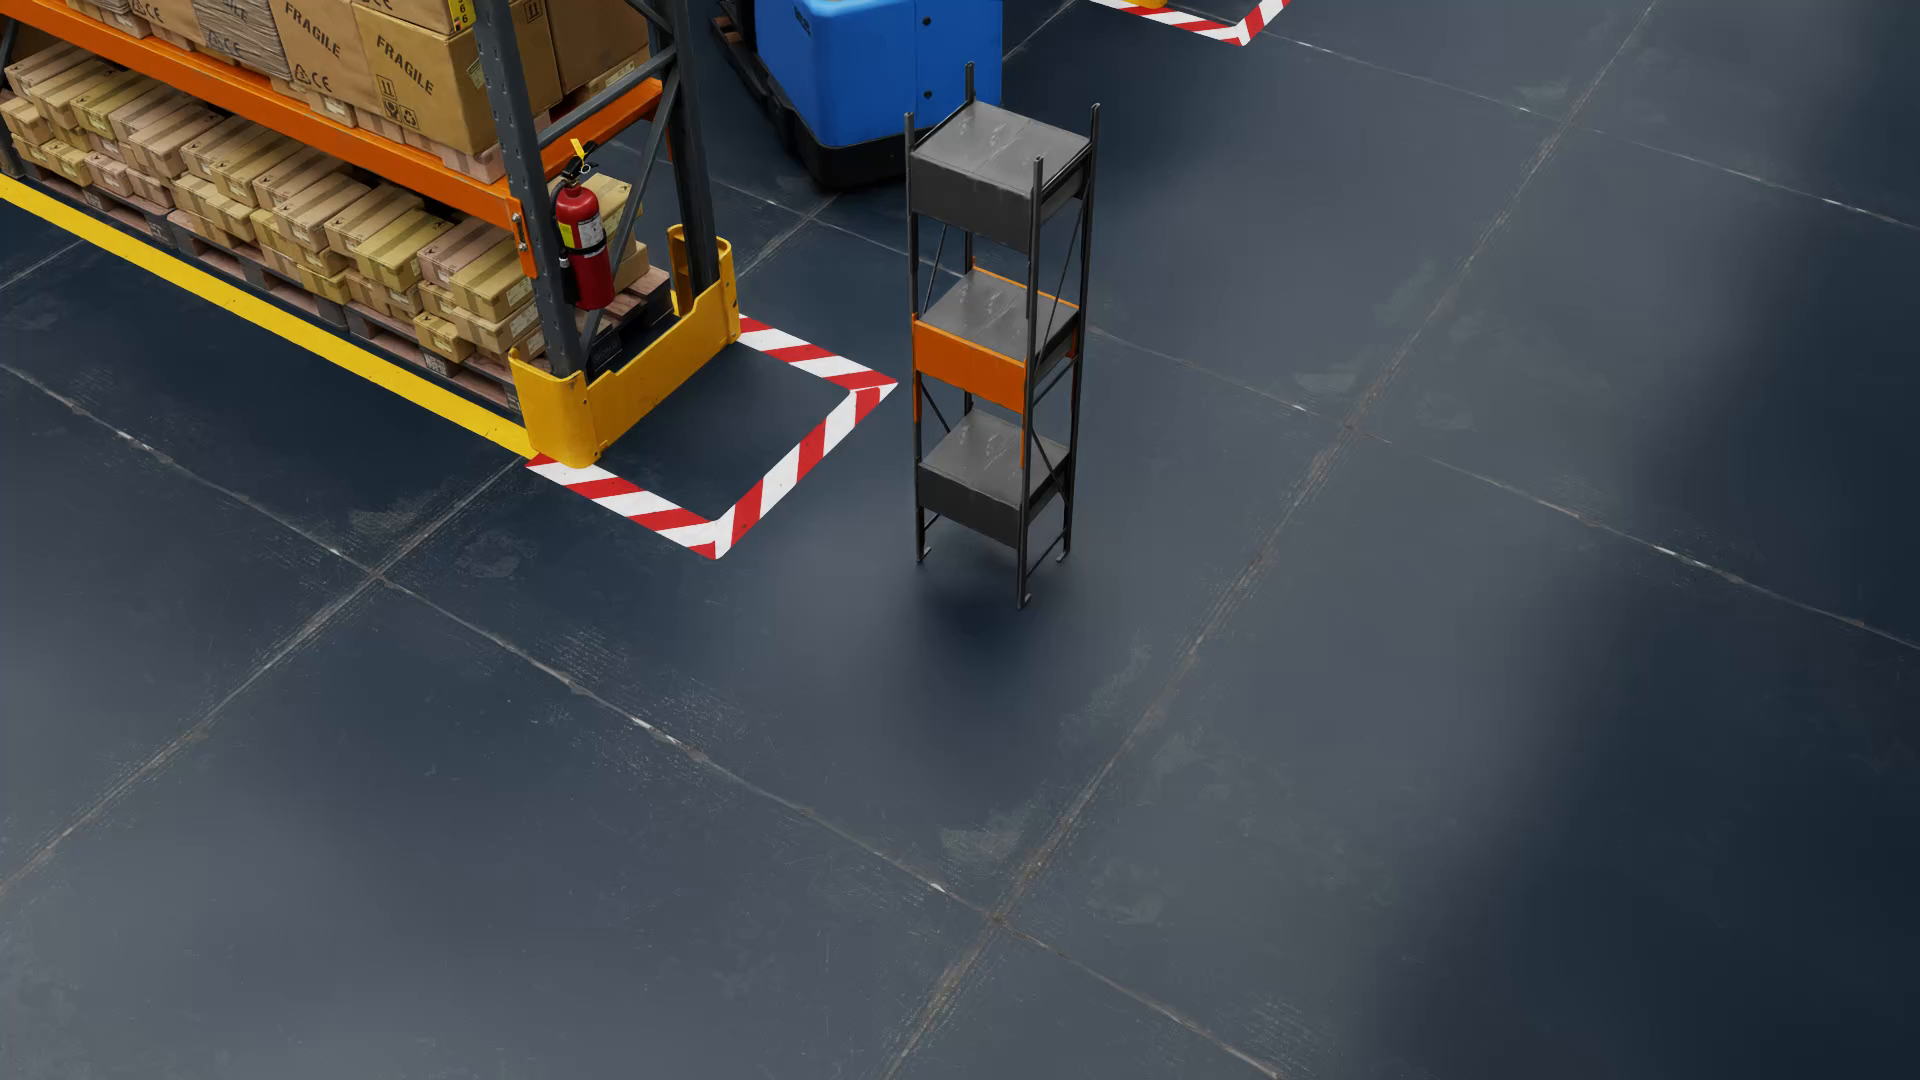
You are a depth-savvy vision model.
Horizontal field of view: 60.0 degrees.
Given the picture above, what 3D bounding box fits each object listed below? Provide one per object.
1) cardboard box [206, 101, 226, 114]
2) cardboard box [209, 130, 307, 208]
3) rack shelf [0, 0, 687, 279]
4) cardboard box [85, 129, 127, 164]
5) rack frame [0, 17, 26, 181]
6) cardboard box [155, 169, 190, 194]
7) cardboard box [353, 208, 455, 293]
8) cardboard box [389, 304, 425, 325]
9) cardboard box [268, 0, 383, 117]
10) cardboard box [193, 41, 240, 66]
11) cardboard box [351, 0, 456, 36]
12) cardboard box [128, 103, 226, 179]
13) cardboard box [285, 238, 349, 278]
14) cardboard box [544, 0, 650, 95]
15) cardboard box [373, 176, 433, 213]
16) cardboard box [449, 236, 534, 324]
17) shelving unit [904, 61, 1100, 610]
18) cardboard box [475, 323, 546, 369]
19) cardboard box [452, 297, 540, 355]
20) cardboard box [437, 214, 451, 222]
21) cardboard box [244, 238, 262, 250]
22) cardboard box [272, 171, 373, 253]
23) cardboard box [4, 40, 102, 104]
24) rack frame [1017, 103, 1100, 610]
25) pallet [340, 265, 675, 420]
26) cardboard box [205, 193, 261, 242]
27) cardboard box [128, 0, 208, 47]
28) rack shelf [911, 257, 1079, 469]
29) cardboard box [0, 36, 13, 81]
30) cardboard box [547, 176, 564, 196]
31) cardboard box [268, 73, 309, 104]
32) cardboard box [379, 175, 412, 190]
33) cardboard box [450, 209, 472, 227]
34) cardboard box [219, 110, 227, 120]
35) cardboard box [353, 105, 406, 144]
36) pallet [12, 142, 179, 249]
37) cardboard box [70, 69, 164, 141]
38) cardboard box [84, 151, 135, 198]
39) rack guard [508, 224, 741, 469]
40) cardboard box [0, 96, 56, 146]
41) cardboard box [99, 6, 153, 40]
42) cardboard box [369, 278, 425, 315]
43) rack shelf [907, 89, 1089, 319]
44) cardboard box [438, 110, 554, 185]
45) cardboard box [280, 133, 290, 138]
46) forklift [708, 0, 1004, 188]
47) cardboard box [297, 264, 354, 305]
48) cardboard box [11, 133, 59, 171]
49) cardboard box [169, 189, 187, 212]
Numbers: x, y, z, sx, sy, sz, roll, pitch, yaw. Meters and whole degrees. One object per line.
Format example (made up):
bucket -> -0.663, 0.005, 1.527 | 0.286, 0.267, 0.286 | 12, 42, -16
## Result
cardboard box -> -3.715, -2.342, 8.436 | 0.250, 0.149, 0.380 | 26, 51, 23
cardboard box -> -3.301, -1.758, 7.869 | 0.250, 0.149, 0.380 | 25, 51, 22
rack shelf -> -3.098, -2.252, 7.570 | 4.000, 0.370, 1.077 | 25, 51, 22
cardboard box -> -4.163, -2.083, 8.392 | 0.250, 0.149, 0.380 | 24, 51, 22
rack frame -> -4.781, -3.277, 8.064 | 0.127, 3.000, 1.000 | 25, 51, 22
cardboard box -> -3.718, -1.856, 8.172 | 0.250, 0.149, 0.380 | 27, 52, 24
cardboard box -> -2.464, -1.296, 7.420 | 0.250, 0.149, 0.380 | 24, 50, 21
cardboard box -> -2.417, -1.151, 7.694 | 0.250, 0.149, 0.380 | 24, 51, 22
cardboard box -> -2.362, -2.088, 6.632 | 0.500, 0.500, 0.500 | 24, 50, 22
cardboard box -> -3.110, -2.241, 7.233 | 0.250, 0.149, 0.380 | 26, 51, 23
cardboard box -> -1.934, -2.242, 6.085 | 0.500, 0.500, 0.500 | 24, 50, 21
cardboard box -> -3.762, -1.933, 8.039 | 0.250, 0.149, 0.380 | 26, 51, 23
cardboard box -> -2.894, -1.409, 7.737 | 0.250, 0.149, 0.380 | 25, 51, 23
cardboard box -> -1.643, -2.207, 6.748 | 0.500, 0.500, 0.500 | 27, 52, 24
cardboard box -> -2.602, -1.734, 8.053 | 0.250, 0.149, 0.380 | 22, 50, 20
cardboard box -> -1.997, -1.140, 7.268 | 0.250, 0.149, 0.380 | 25, 51, 23
shelving unit -> 0.139, -0.668, 6.157 | 0.503, 2.100, 0.431 | 25, 51, 22
cardboard box -> -1.970, -0.959, 7.507 | 0.250, 0.149, 0.380 | 26, 51, 23
cardboard box -> -2.013, -1.017, 7.356 | 0.250, 0.149, 0.380 | 23, 50, 21
cardboard box -> -2.316, -1.586, 8.116 | 0.250, 0.149, 0.380 | 25, 51, 23
cardboard box -> -3.272, -1.561, 8.092 | 0.250, 0.149, 0.380 | 26, 51, 23
cardboard box -> -2.904, -1.505, 7.623 | 0.250, 0.149, 0.380 | 27, 51, 23
cardboard box -> -4.603, -2.378, 8.472 | 0.250, 0.149, 0.380 | 27, 51, 24
rack frame -> 0.345, -0.573, 6.065 | 0.015, 2.100, 0.400 | 25, 51, 22
pallet -> -2.143, -1.122, 7.914 | 1.213, 0.211, 1.003 | 25, 51, 22
cardboard box -> -3.346, -1.610, 7.932 | 0.250, 0.149, 0.380 | 25, 51, 22
cardboard box -> -3.208, -2.477, 7.011 | 0.500, 0.500, 0.500 | 27, 52, 24
rack shelf -> 0.139, -0.658, 6.166 | 0.480, 0.518, 0.431 | 25, 51, 22
cardboard box -> -5.540, -2.686, 8.941 | 0.500, 0.500, 0.500 | 24, 50, 21
cardboard box -> -1.969, -1.530, 7.647 | 0.250, 0.149, 0.380 | 26, 51, 23
cardboard box -> -2.683, -2.008, 7.006 | 0.250, 0.149, 0.380 | 23, 50, 20
cardboard box -> -2.593, -1.864, 7.972 | 0.250, 0.149, 0.380 | 27, 51, 24
cardboard box -> -2.170, -1.524, 7.849 | 0.250, 0.149, 0.380 | 25, 51, 23
cardboard box -> -3.717, -2.257, 8.561 | 0.250, 0.149, 0.380 | 25, 51, 22
cardboard box -> -2.249, -1.803, 6.807 | 0.250, 0.149, 0.380 | 24, 51, 22
pallet -> -4.197, -2.066, 8.832 | 1.213, 0.211, 1.003 | 25, 51, 22
cardboard box -> -4.164, -2.168, 8.267 | 0.250, 0.149, 0.380 | 24, 50, 22
cardboard box -> -4.187, -1.927, 8.448 | 0.250, 0.149, 0.380 | 24, 51, 22
rack guard -> -1.478, -0.886, 7.484 | 0.348, 0.500, 1.175 | 25, 51, 22
cardboard box -> -4.649, -2.200, 8.505 | 0.250, 0.149, 0.380 | 27, 52, 24
cardboard box -> -3.585, -2.401, 7.389 | 0.250, 0.149, 0.380 | 27, 52, 24
cardboard box -> -2.451, -1.217, 7.550 | 0.250, 0.149, 0.380 | 23, 50, 21
rack shelf -> 0.139, -1.146, 5.664 | 0.480, 0.518, 0.431 | 25, 51, 22
cardboard box -> -1.841, -1.596, 6.606 | 0.250, 0.149, 0.380 | 25, 51, 22
cardboard box -> -3.277, -2.054, 8.364 | 0.250, 0.149, 0.380 | 22, 50, 20
forklift -> -0.826, -3.920, 8.737 | 1.130, 2.935, 3.031 | -18, 48, -16
cardboard box -> -2.880, -1.300, 7.839 | 0.250, 0.149, 0.380 | 23, 50, 20
cardboard box -> -4.648, -2.095, 8.611 | 0.250, 0.149, 0.380 | 23, 50, 20
cardboard box -> -3.701, -1.776, 8.301 | 0.250, 0.149, 0.380 | 23, 50, 21
